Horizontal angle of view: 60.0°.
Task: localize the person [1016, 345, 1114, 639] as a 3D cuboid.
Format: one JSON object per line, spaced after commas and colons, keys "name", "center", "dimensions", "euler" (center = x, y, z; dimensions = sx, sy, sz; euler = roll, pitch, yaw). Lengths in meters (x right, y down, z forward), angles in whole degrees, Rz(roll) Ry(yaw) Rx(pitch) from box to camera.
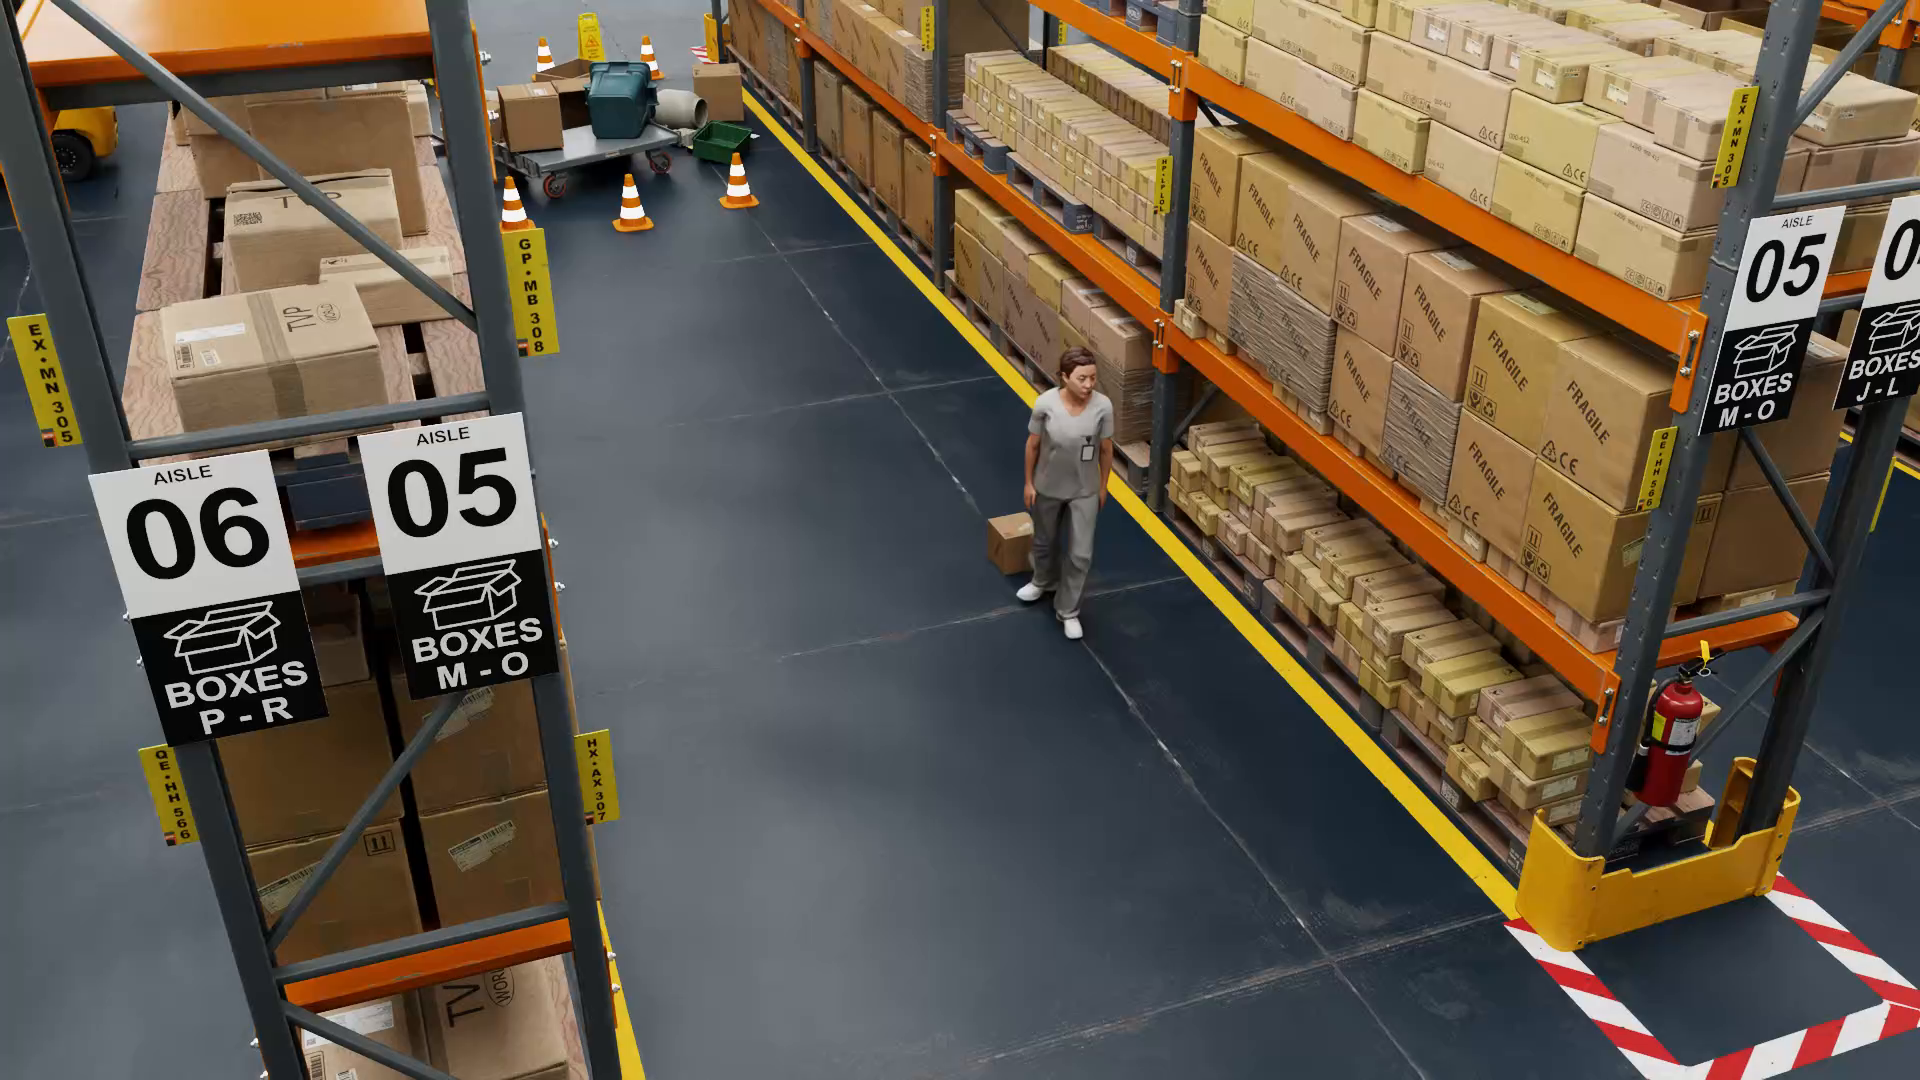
{"name": "person", "center": [0.558, -0.304, 8.876], "dimensions": [0.497, 1.658, 0.562], "euler": [2, 30, 3]}
